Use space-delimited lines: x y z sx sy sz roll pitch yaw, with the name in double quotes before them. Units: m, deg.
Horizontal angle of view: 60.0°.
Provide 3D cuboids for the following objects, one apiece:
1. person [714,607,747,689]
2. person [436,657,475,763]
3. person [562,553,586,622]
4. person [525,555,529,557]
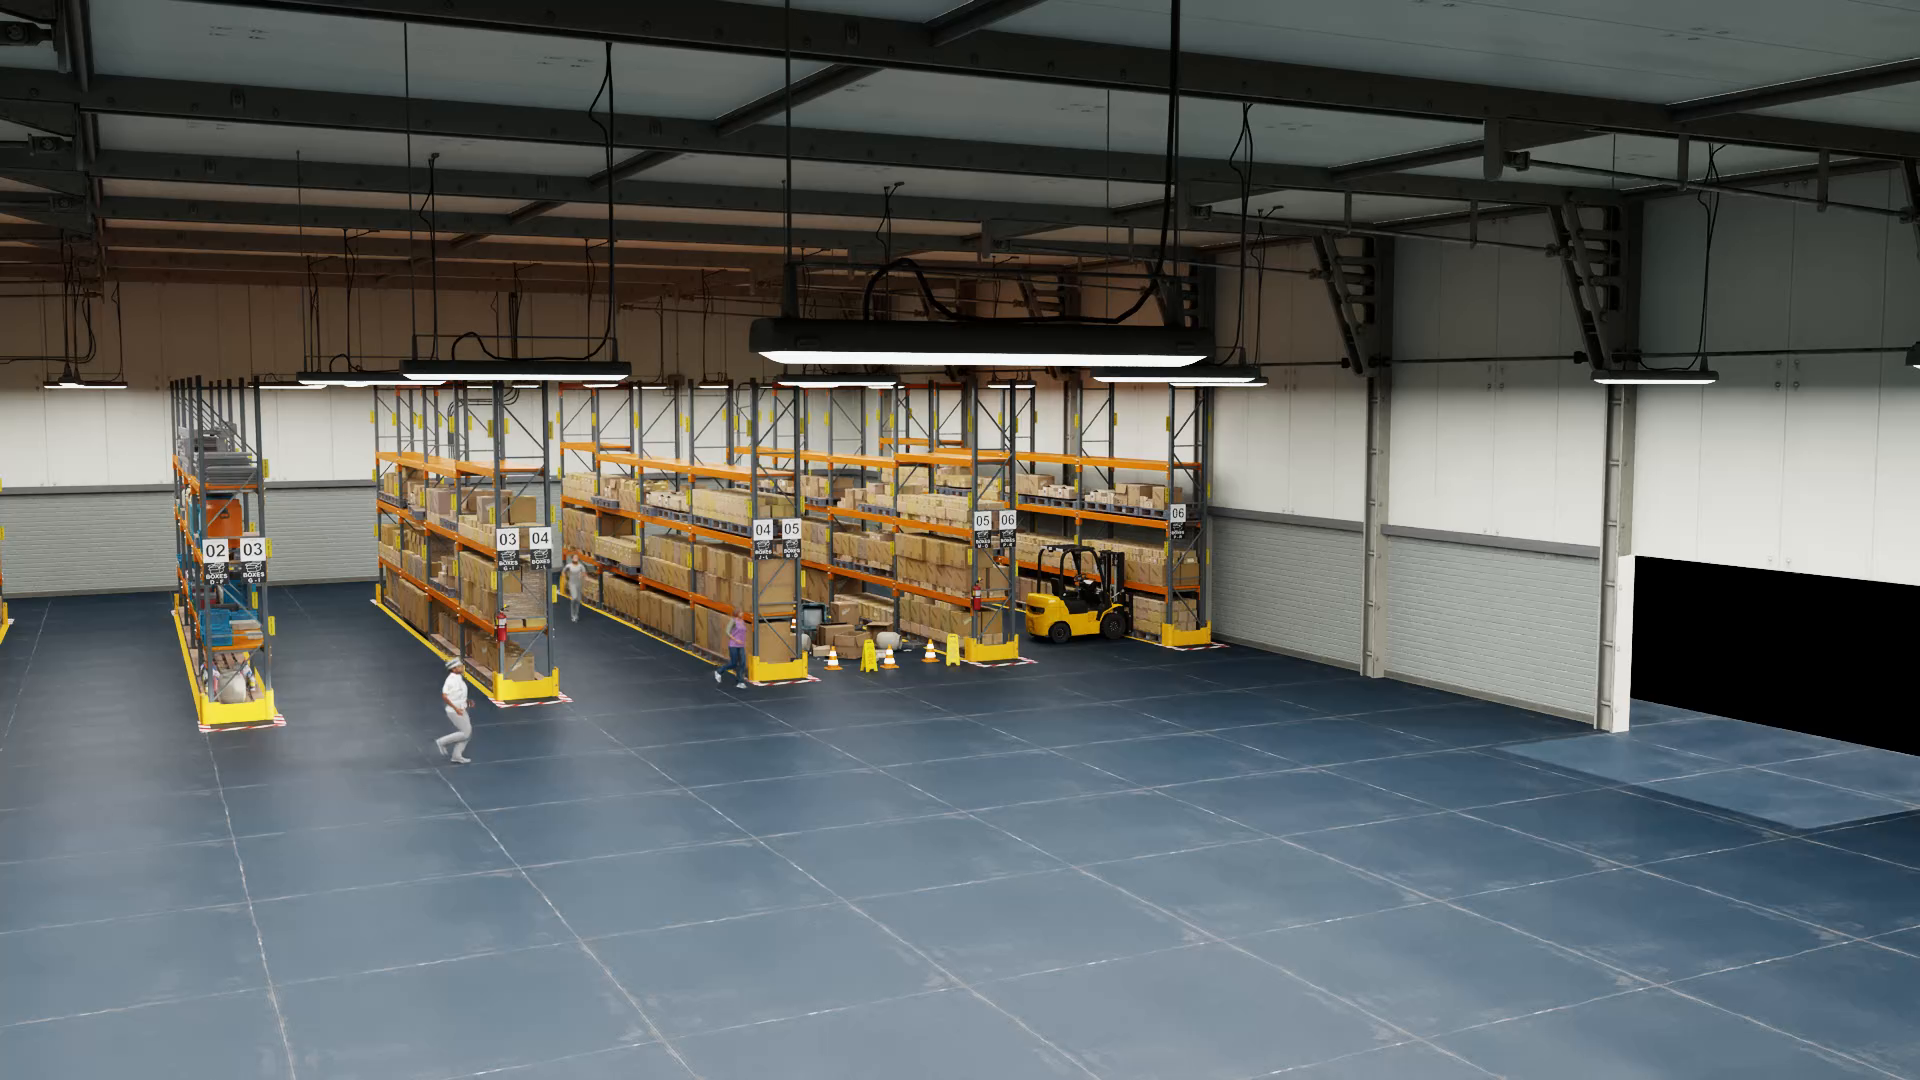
"person" -4.351 2.079 32.313 0.774 1.549 0.593 3 6 31
"person" -7.780 2.624 25.676 0.538 1.659 0.581 -1 5 -6
"person" -9.642 1.186 41.659 0.533 1.721 0.746 -3 6 -31
"person" -12.538 0.687 47.585 0.777 1.640 0.760 3 6 30
